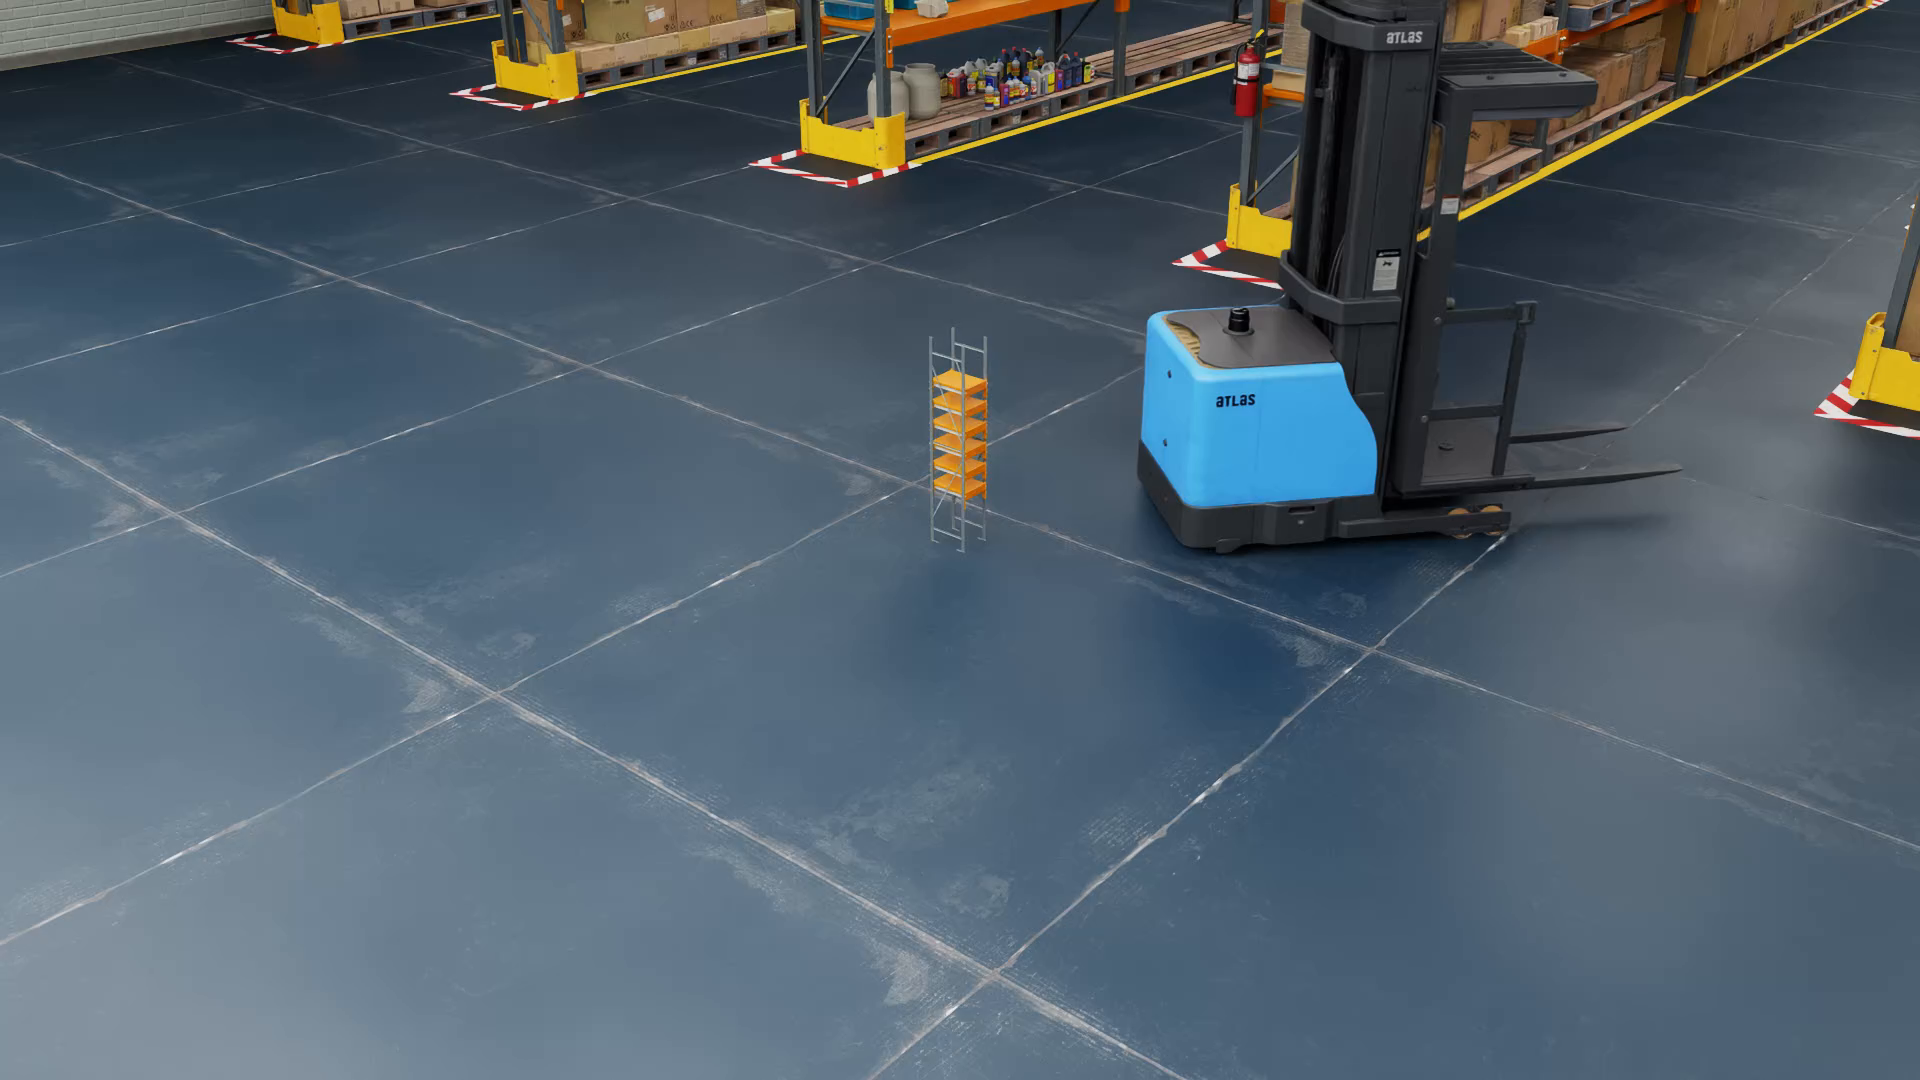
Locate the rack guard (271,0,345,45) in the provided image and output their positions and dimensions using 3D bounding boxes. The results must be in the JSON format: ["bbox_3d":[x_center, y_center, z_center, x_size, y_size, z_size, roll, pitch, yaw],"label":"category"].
[{"bbox_3d":[-8.682,-6.942,22.125,1.175,0.500,0.348,21,34,34],"label":"rack guard"}]

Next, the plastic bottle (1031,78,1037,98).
[{"bbox_3d":[0.783,-4.899,18.023,0.097,0.201,0.097,0,27,0],"label":"plastic bottle"}]

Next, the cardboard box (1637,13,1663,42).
[{"bbox_3d":[7.422,-5.691,18.411,0.500,0.250,0.500,22,35,36],"label":"cardboard box"}]

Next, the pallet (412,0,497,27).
[{"bbox_3d":[-7.362,-7.522,23.561,1.003,0.211,1.213,21,34,34],"label":"pallet"}]

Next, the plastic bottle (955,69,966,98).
[{"bbox_3d":[0.008,-4.949,18.029,0.061,0.283,0.133,21,34,34],"label":"plastic bottle"}]

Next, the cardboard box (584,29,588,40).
[{"bbox_3d":[-4.484,-6.002,20.122,0.500,0.250,0.500,21,34,34],"label":"cardboard box"}]

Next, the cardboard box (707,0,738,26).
[{"bbox_3d":[-3.130,-6.715,20.685,0.500,0.500,0.500,21,34,34],"label":"cardboard box"}]

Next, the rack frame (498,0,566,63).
[{"bbox_3d":[-4.905,-6.579,18.703,1.000,3.000,0.127,21,34,34],"label":"rack frame"}]

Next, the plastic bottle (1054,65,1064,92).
[{"bbox_3d":[1.078,-5.087,18.296,0.061,0.283,0.133,23,35,38],"label":"plastic bottle"}]

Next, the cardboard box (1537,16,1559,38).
[{"bbox_3d":[5.371,-4.827,15.590,0.380,0.149,0.250,21,34,34],"label":"cardboard box"}]

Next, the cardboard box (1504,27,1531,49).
[{"bbox_3d":[4.926,-4.549,15.052,0.380,0.149,0.250,21,34,34],"label":"cardboard box"}]

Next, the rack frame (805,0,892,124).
[{"bbox_3d":[-1.086,-5.130,15.902,1.000,3.000,0.127,21,34,34],"label":"rack frame"}]

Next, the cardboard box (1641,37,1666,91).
[{"bbox_3d":[7.414,-5.361,18.589,0.700,0.500,0.500,19,33,32],"label":"cardboard box"}]

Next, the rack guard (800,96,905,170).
[{"bbox_3d":[-1.074,-4.060,16.555,1.175,0.500,0.348,21,34,34],"label":"rack guard"}]

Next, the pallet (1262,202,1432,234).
[{"bbox_3d":[3.329,-2.749,14.333,1.003,0.211,1.213,21,34,34],"label":"pallet"}]

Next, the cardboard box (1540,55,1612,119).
[{"bbox_3d":[6.361,-4.759,17.427,0.700,0.500,0.500,18,32,30],"label":"cardboard box"}]

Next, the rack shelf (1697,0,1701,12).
[{"bbox_3d":[9.097,-6.908,20.123,1.077,0.370,4.000,21,34,34],"label":"rack shelf"}]

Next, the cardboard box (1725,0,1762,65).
[{"bbox_3d":[8.853,-6.314,20.046,1.225,0.875,0.875,21,34,35],"label":"cardboard box"}]

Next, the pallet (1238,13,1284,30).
[{"bbox_3d":[4.472,-7.020,22.589,1.003,0.211,1.213,21,34,34],"label":"pallet"}]

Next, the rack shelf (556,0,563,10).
[{"bbox_3d":[-3.633,-6.969,20.239,1.077,0.370,4.000,21,34,34],"label":"rack shelf"}]

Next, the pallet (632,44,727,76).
[{"bbox_3d":[-3.675,-6.055,20.724,1.003,0.211,1.213,21,34,34],"label":"pallet"}]

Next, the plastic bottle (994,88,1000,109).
[{"bbox_3d":[0.374,-4.671,17.581,0.097,0.201,0.097,0,27,0],"label":"plastic bottle"}]

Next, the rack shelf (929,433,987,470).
[{"bbox_3d":[-0.009,-0.488,8.985,0.258,0.103,0.180,21,34,34],"label":"rack shelf"}]

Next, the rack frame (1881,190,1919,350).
[{"bbox_3d":[6.499,-2.197,10.232,1.000,3.000,0.127,21,34,34],"label":"rack frame"}]

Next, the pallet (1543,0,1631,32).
[{"bbox_3d":[5.879,-5.244,16.331,1.003,0.211,1.213,21,34,34],"label":"pallet"}]

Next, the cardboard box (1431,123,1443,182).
[{"bbox_3d":[4.302,-3.598,15.205,0.500,0.500,0.500,17,32,30],"label":"cardboard box"}]

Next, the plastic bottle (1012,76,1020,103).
[{"bbox_3d":[0.590,-4.822,17.798,0.097,0.271,0.097,0,27,0],"label":"plastic bottle"}]

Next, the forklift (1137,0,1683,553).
[{"bbox_3d":[2.612,-1.543,9.042,3.031,2.935,1.130,-5,28,-9],"label":"forklift"}]

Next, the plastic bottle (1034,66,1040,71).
[{"bbox_3d":[0.848,-5.063,18.250,0.061,0.283,0.133,21,34,34],"label":"plastic bottle"}]

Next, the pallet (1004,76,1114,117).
[{"bbox_3d":[0.999,-5.084,18.847,1.003,0.211,1.213,21,34,34],"label":"pallet"}]

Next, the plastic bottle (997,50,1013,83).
[{"bbox_3d":[0.505,-5.335,18.703,0.144,0.351,0.185,19,33,32],"label":"plastic bottle"}]

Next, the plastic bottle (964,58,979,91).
[{"bbox_3d":[0.116,-5.119,18.284,0.144,0.351,0.185,22,35,36],"label":"plastic bottle"}]

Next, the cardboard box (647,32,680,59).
[{"bbox_3d":[-3.759,-6.025,20.167,0.500,0.250,0.500,21,34,34],"label":"cardboard box"}]

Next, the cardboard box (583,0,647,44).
[{"bbox_3d":[-4.076,-6.180,19.652,0.500,0.500,0.500,21,34,34],"label":"cardboard box"}]

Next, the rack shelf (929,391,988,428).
[{"bbox_3d":[-0.009,-0.701,8.875,0.258,0.103,0.180,21,34,34],"label":"rack shelf"}]

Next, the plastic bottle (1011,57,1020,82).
[{"bbox_3d":[0.626,-5.280,18.683,0.097,0.271,0.097,0,27,0],"label":"plastic bottle"}]

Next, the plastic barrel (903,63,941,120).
[{"bbox_3d":[-0.407,-4.645,17.215,0.421,0.512,0.421,0,27,0],"label":"plastic barrel"}]

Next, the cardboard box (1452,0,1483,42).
[{"bbox_3d":[4.011,-4.597,14.439,0.875,0.500,0.500,21,34,34],"label":"cardboard box"}]

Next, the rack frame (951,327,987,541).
[{"bbox_3d":[0.049,-0.560,9.027,0.240,1.200,0.006,21,34,34],"label":"rack frame"}]

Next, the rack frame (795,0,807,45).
[{"bbox_3d":[-2.361,-7.997,21.444,1.000,3.000,0.127,21,34,34],"label":"rack frame"}]

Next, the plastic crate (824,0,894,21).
[{"bbox_3d":[-0.998,-5.329,16.448,0.499,0.251,0.616,21,34,34],"label":"plastic crate"}]

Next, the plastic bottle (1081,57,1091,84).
[{"bbox_3d":[1.407,-5.270,18.650,0.061,0.283,0.133,23,35,37],"label":"plastic bottle"}]

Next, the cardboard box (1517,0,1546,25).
[{"bbox_3d":[4.947,-5.136,15.480,0.875,0.500,0.500,21,34,34],"label":"cardboard box"}]

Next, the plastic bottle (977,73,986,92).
[{"bbox_3d":[0.237,-5.032,18.280,0.097,0.201,0.097,0,27,0],"label":"plastic bottle"}]

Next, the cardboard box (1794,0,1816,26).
[{"bbox_3d":[10.851,-7.391,22.127,0.875,0.875,0.875,21,34,34],"label":"cardboard box"}]

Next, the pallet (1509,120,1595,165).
[{"bbox_3d":[5.775,-4.139,17.020,1.003,0.211,1.213,21,34,34],"label":"pallet"}]

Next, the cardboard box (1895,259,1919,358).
[{"bbox_3d":[6.880,-1.700,11.126,0.875,0.875,0.875,21,34,35],"label":"cardboard box"}]

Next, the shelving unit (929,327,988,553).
[{"bbox_3d":[-0.009,-0.528,8.964,0.258,1.200,0.189,21,34,34],"label":"shelving unit"}]

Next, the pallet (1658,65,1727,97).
[{"bbox_3d":[8.384,-5.538,19.725,1.003,0.211,1.213,21,34,34],"label":"pallet"}]

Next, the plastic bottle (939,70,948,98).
[{"bbox_3d":[-0.195,-4.945,18.022,0.061,0.283,0.133,22,34,36],"label":"plastic bottle"}]

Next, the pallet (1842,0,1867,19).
[{"bbox_3d":[12.465,-7.810,24.118,1.003,0.211,1.213,21,34,34],"label":"pallet"}]

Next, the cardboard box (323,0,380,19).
[{"bbox_3d":[-8.221,-7.246,22.439,0.500,0.311,0.500,17,32,29],"label":"cardboard box"}]

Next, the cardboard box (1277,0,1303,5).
[{"bbox_3d":[2.895,-4.570,13.299,0.500,0.500,0.500,21,34,34],"label":"cardboard box"}]

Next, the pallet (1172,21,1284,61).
[{"bbox_3d":[3.480,-6.465,21.517,1.003,0.211,1.213,21,34,34],"label":"pallet"}]

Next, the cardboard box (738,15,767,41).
[{"bbox_3d":[-2.813,-6.560,21.201,0.500,0.250,0.500,21,34,34],"label":"cardboard box"}]
